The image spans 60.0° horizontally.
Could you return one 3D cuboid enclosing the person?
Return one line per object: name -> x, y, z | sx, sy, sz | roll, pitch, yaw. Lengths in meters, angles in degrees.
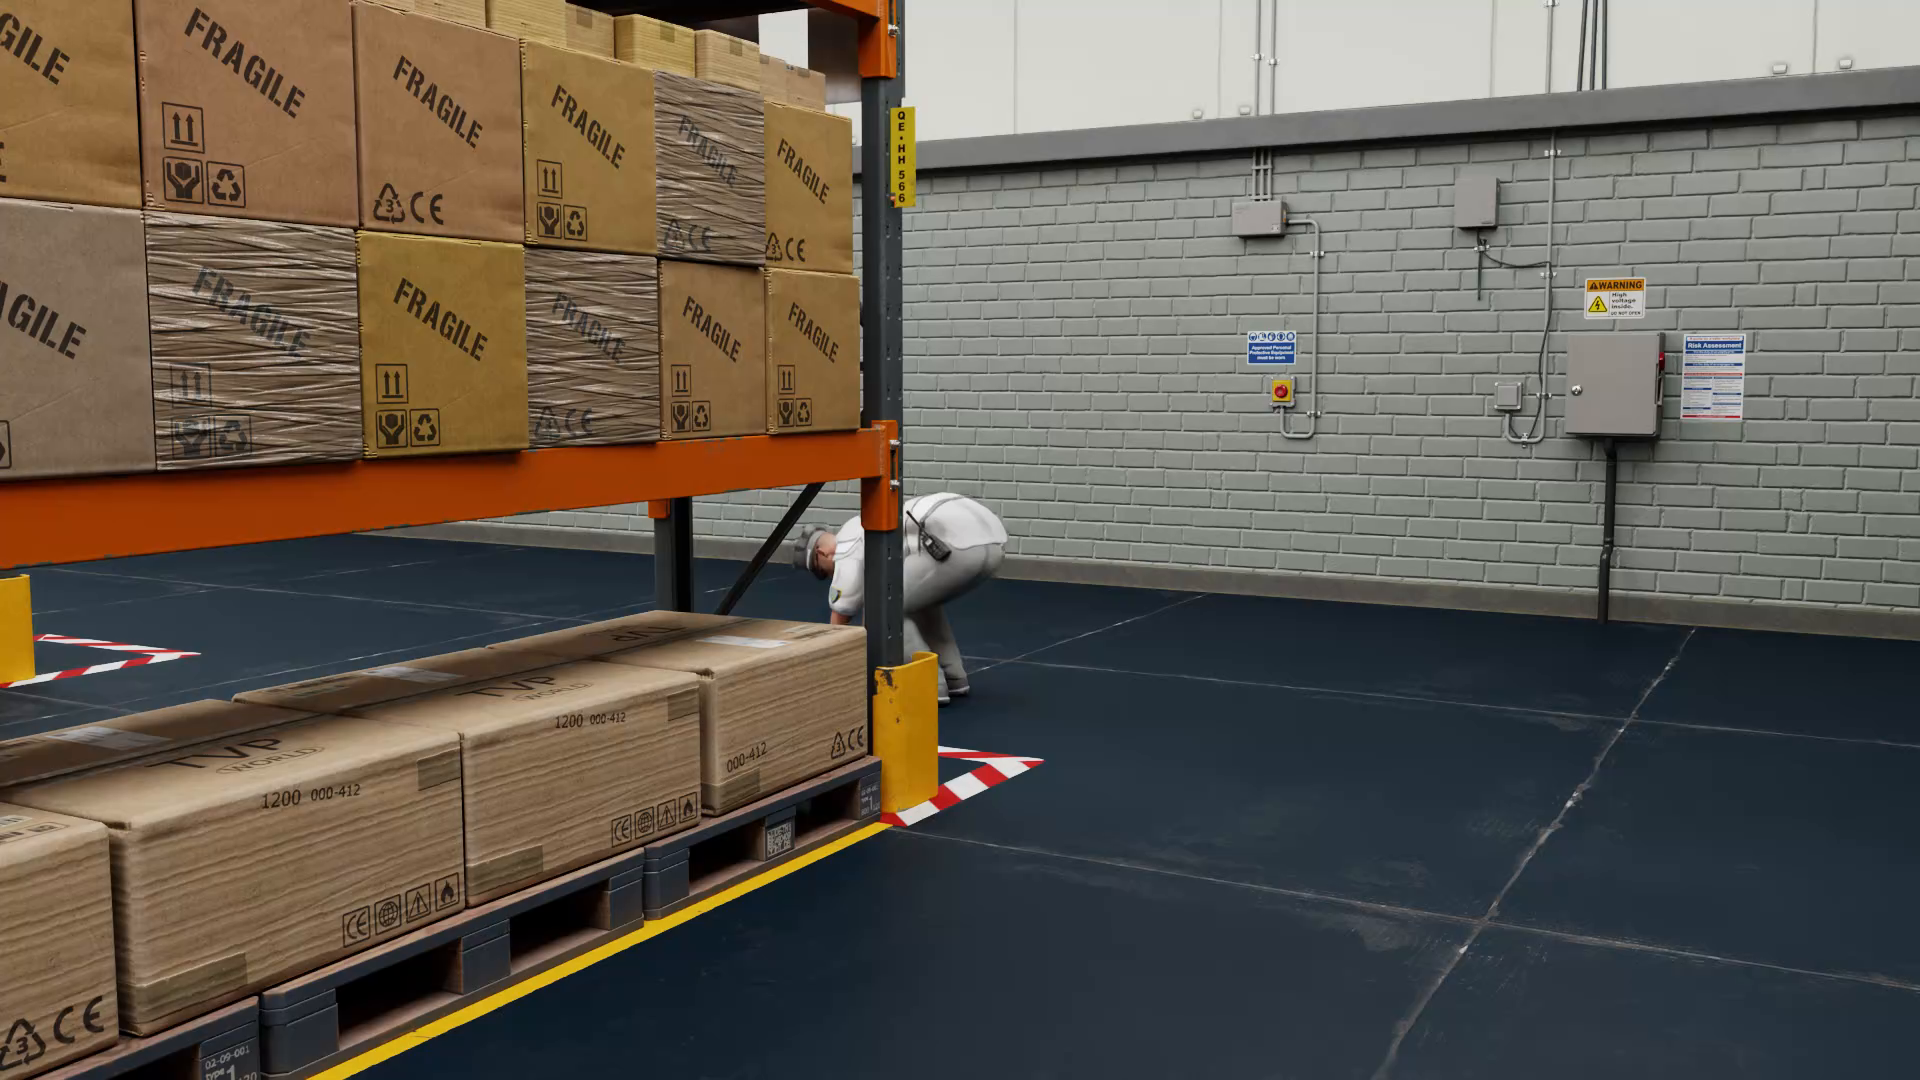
person -> -0.293, 0.252, 7.624 | 1.023, 0.939, 0.533 | 3, 7, 26
